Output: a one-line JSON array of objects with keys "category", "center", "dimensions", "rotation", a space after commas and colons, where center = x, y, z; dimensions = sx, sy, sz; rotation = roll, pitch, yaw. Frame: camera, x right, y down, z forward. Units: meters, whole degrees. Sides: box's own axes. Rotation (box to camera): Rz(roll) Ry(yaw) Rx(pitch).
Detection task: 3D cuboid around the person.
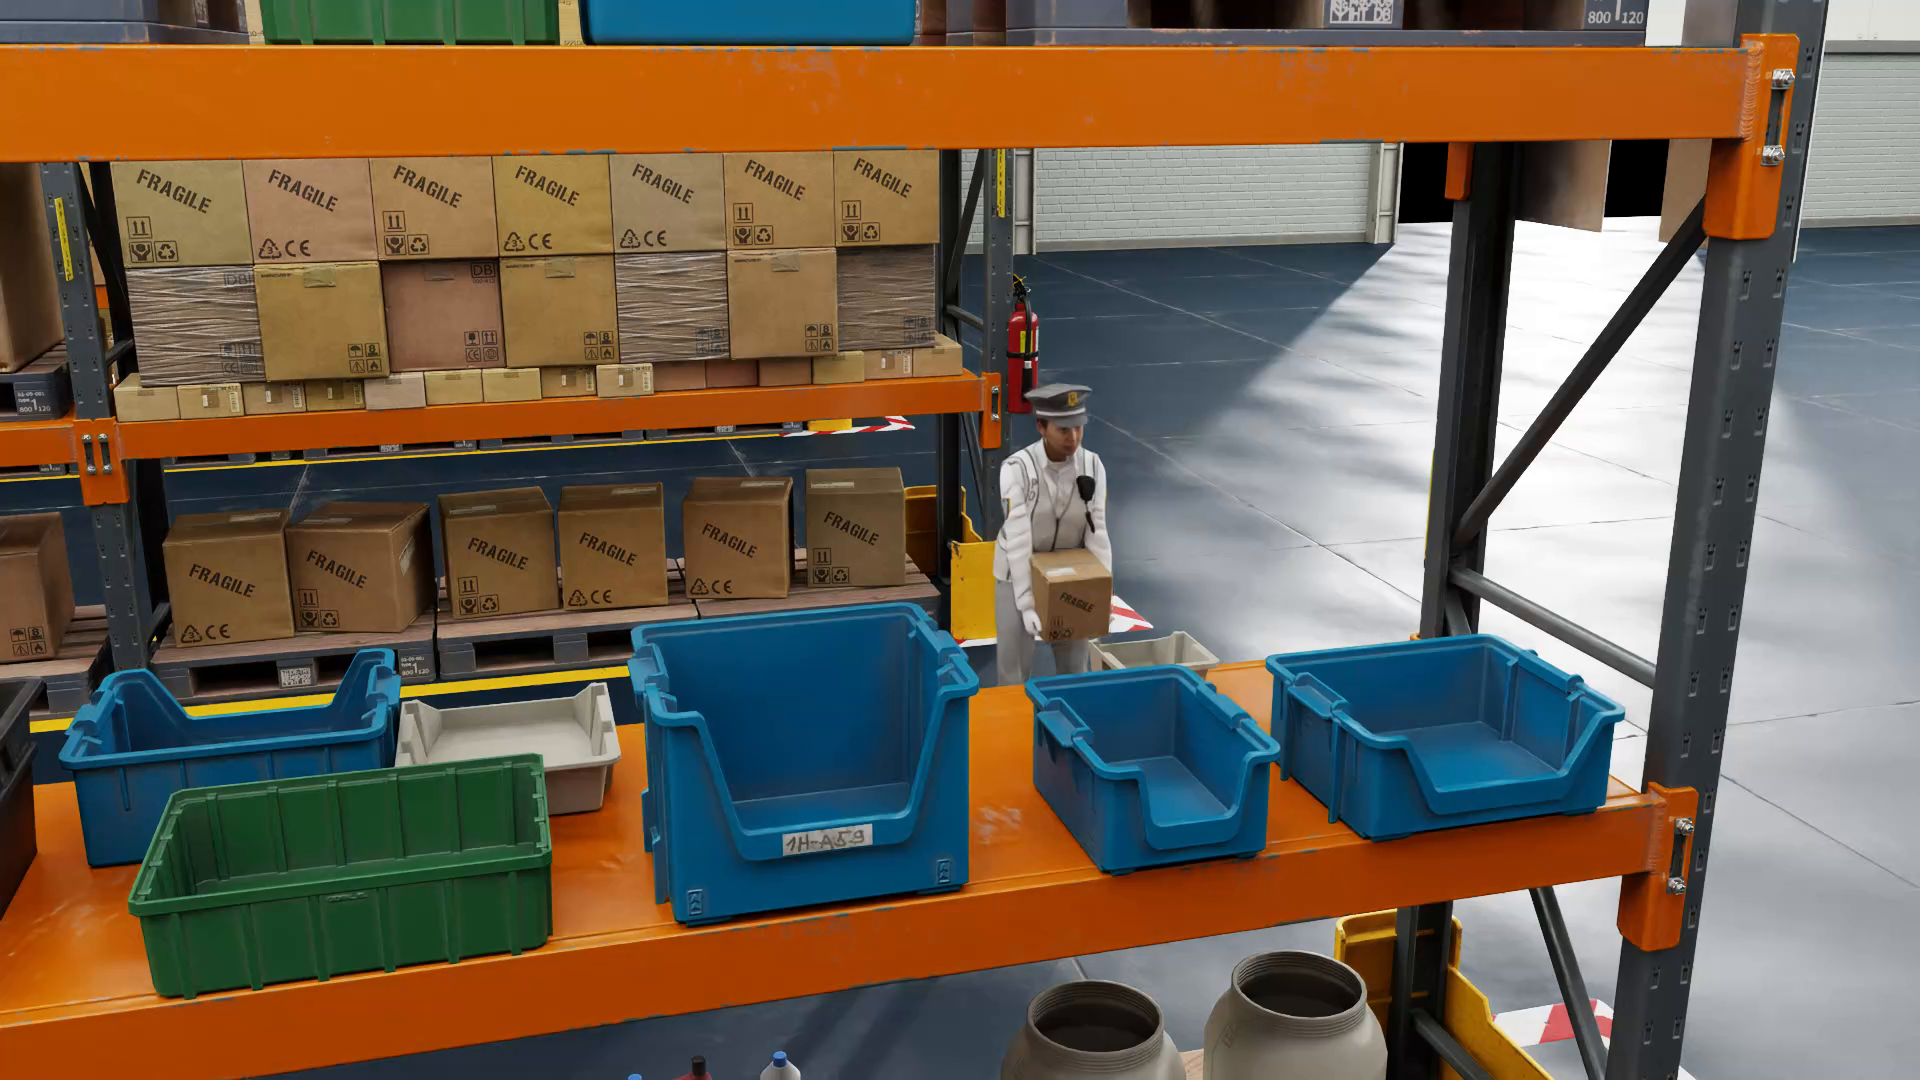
[{"category": "person", "center": [0.354, 0.204, 6.337], "dimensions": [0.413, 1.665, 0.534], "rotation": [-5, 17, -16]}]
